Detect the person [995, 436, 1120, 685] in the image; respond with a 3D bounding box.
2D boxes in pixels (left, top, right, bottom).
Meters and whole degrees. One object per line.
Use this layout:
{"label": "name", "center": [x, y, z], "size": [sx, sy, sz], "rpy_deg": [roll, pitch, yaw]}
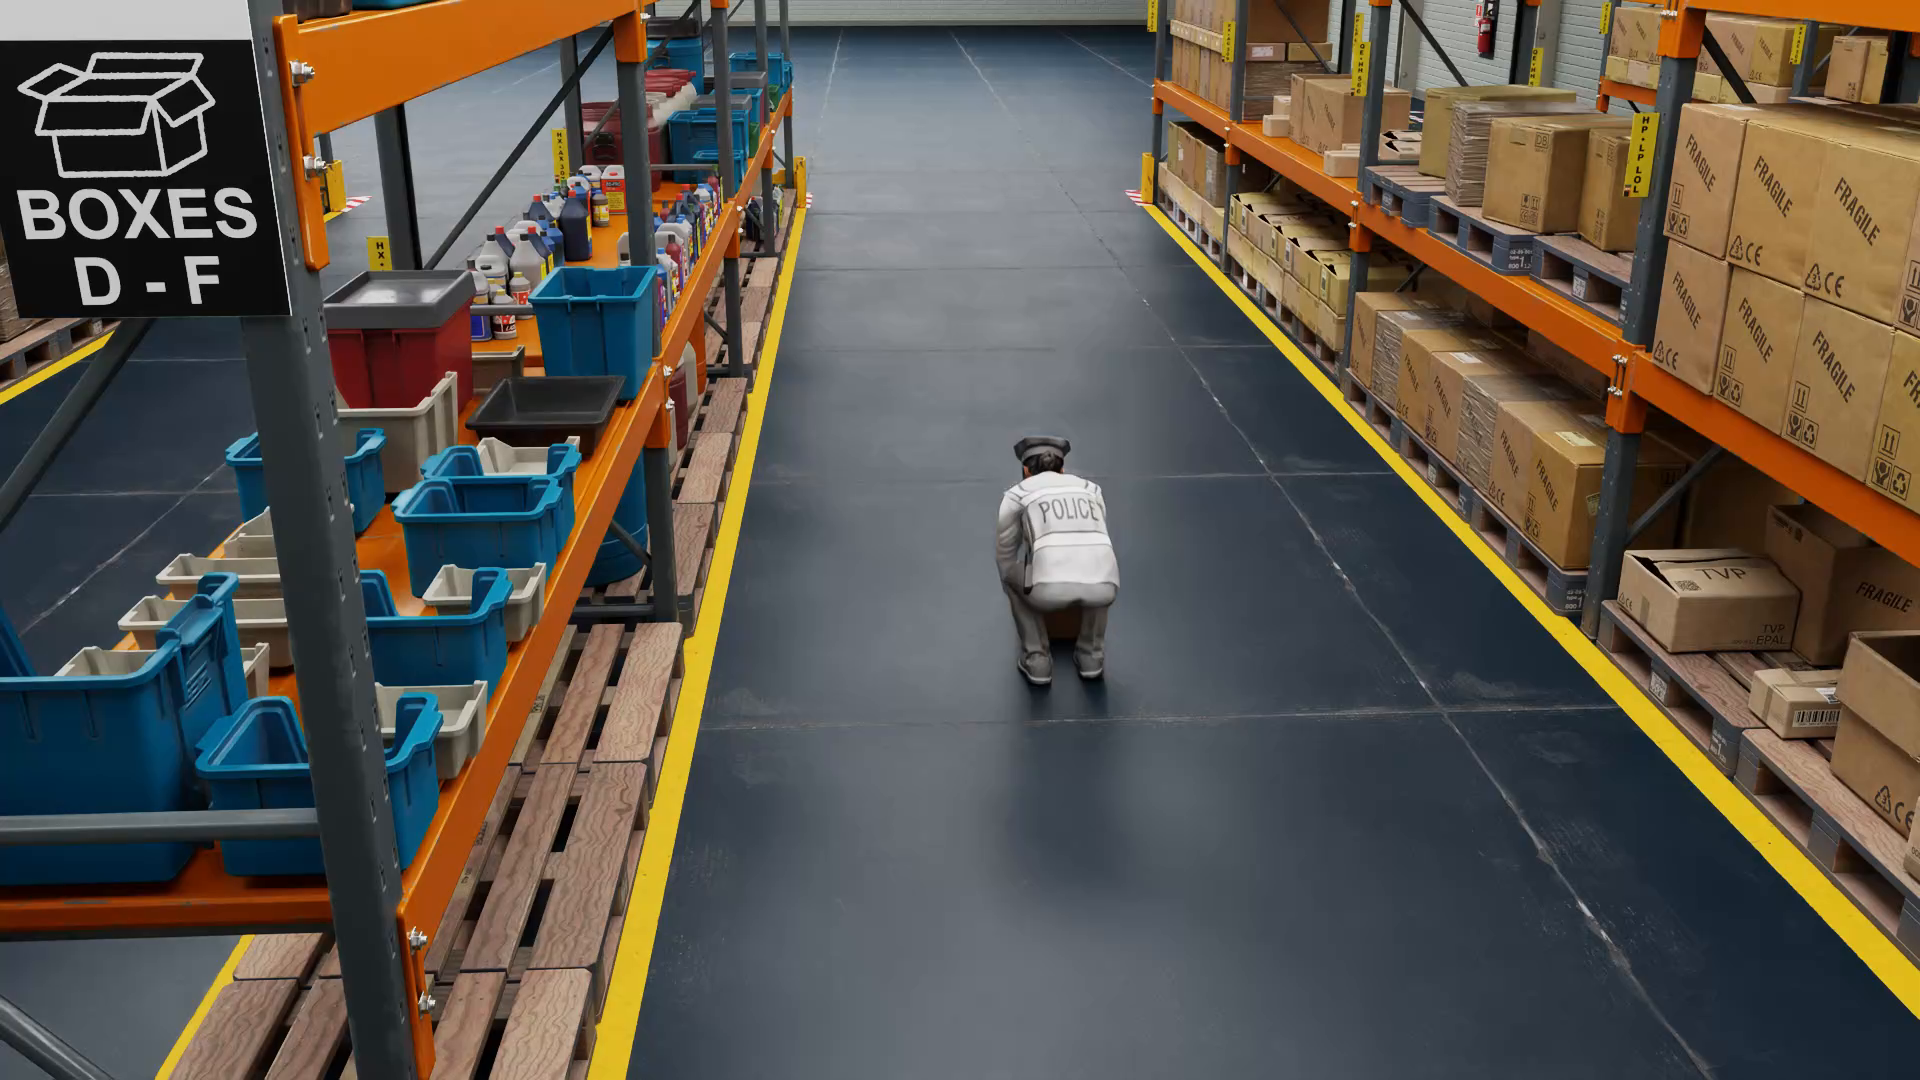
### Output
{"label": "person", "center": [0.400, 0.080, 6.923], "size": [0.481, 0.928, 0.853], "rpy_deg": [-1, 21, -3]}
